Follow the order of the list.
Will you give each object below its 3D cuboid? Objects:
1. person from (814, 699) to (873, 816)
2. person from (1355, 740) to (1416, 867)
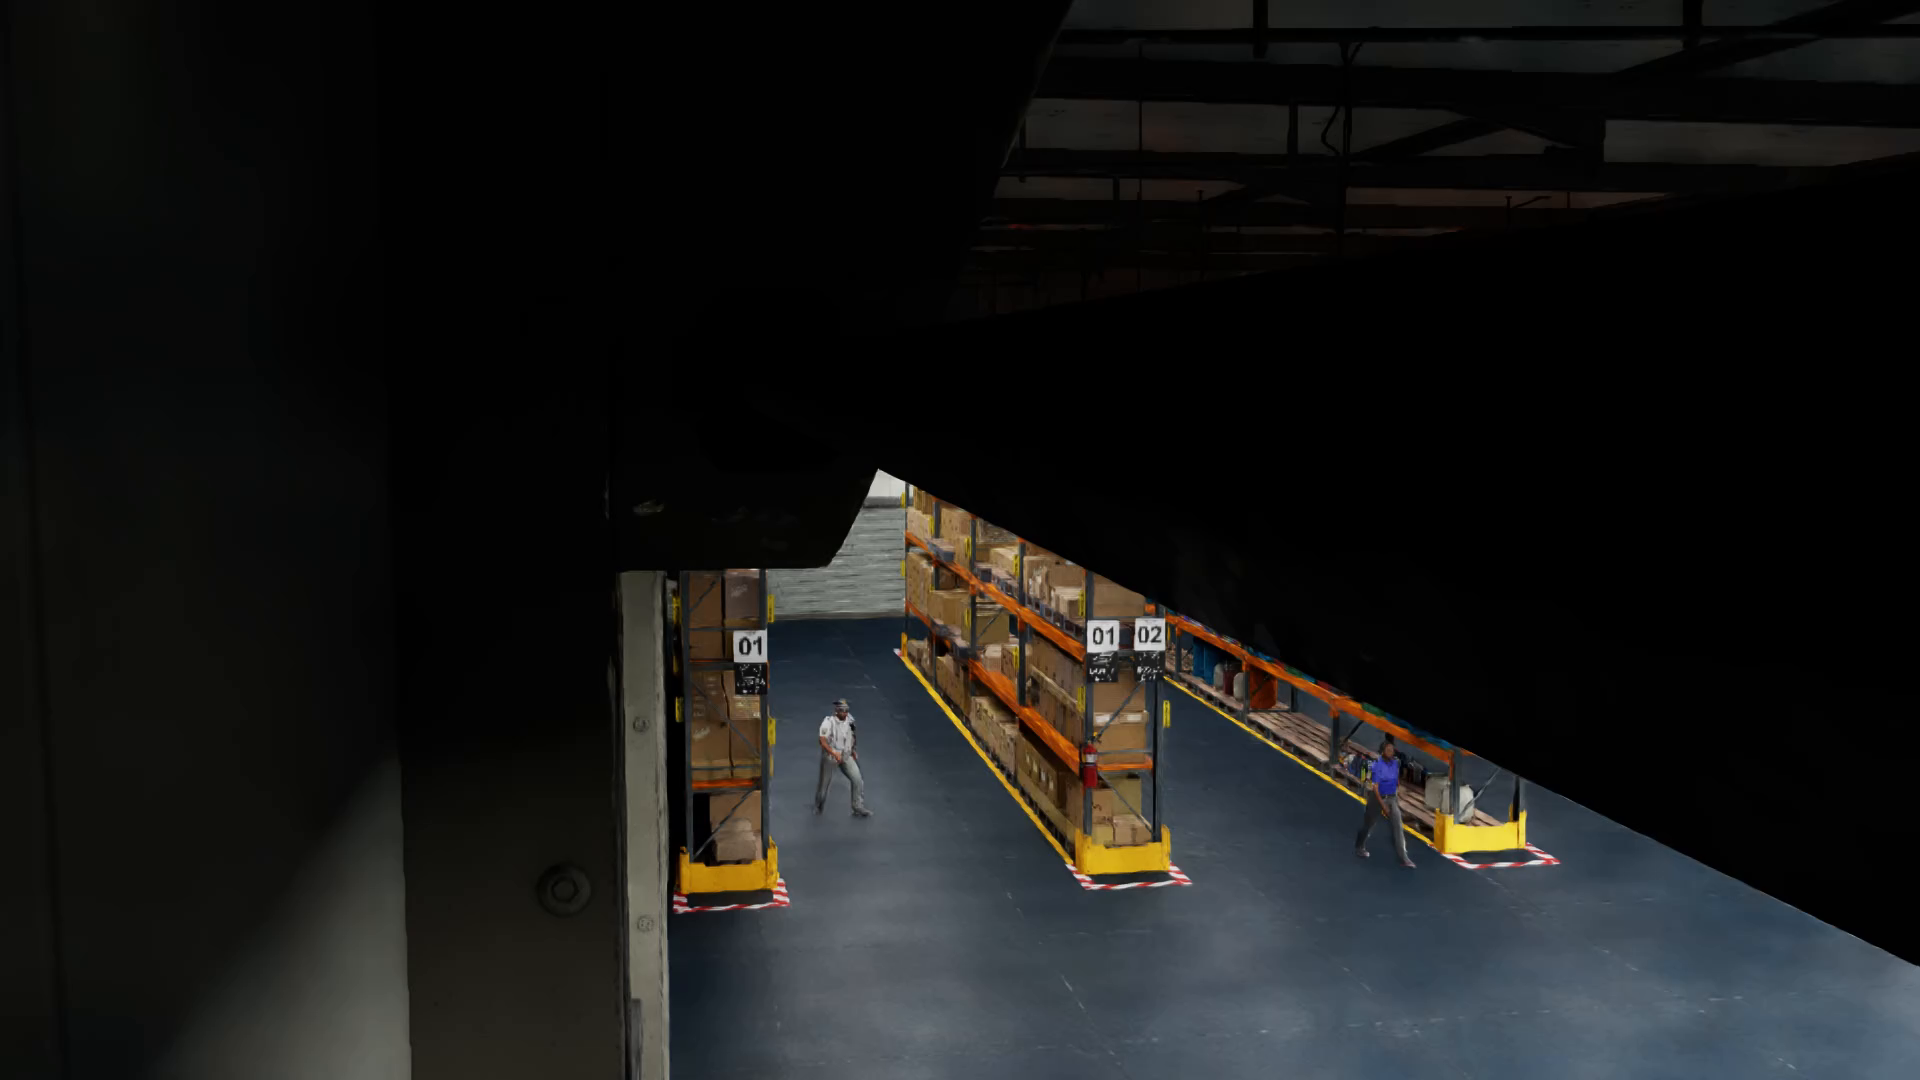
[{"bbox_3d":[-1.702,3.047,23.501,0.707,1.697,0.827,-3,7,-28],"label":"person"},{"bbox_3d":[5.405,3.329,21.207,0.442,1.587,0.997,-2,6,-18],"label":"person"}]
